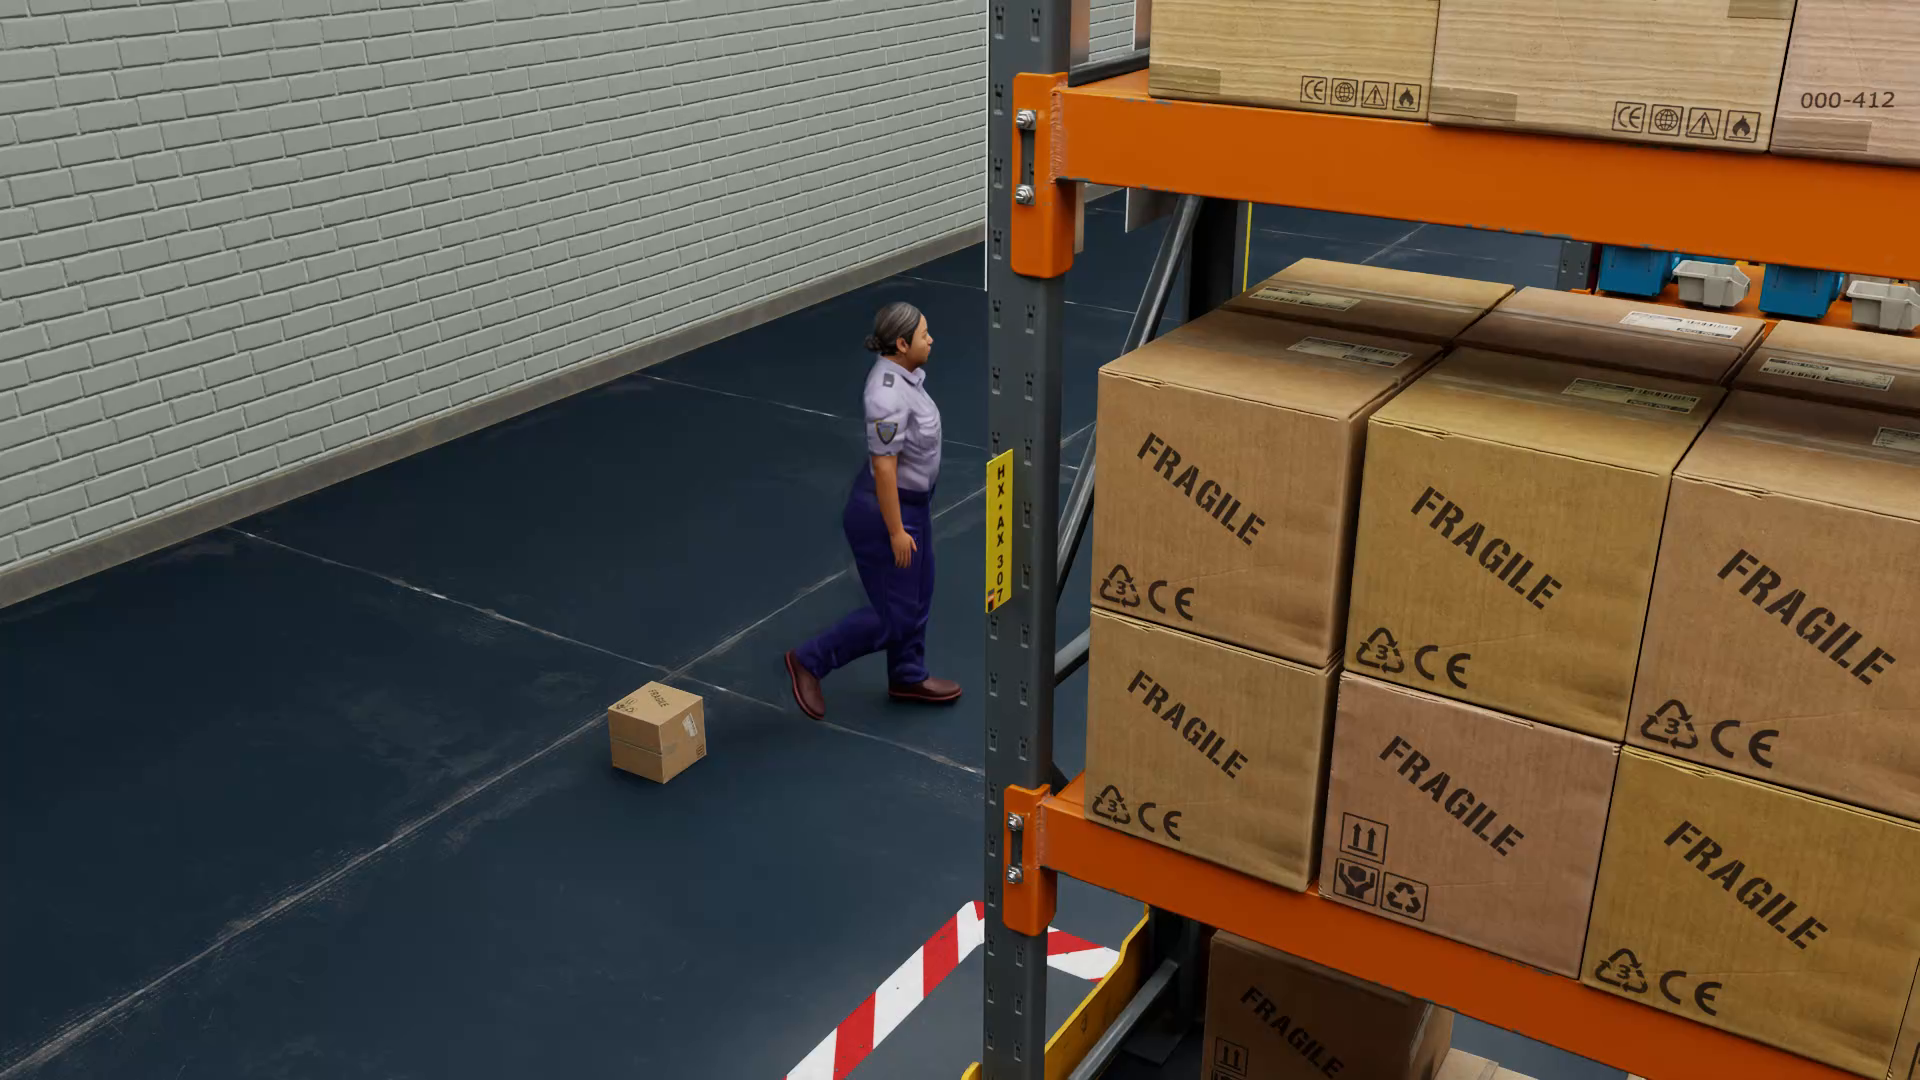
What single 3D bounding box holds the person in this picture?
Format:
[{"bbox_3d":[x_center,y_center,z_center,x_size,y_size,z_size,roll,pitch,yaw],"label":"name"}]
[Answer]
[{"bbox_3d":[-0.336,-0.093,6.279,0.679,1.638,0.522,1,23,3],"label":"person"}]
